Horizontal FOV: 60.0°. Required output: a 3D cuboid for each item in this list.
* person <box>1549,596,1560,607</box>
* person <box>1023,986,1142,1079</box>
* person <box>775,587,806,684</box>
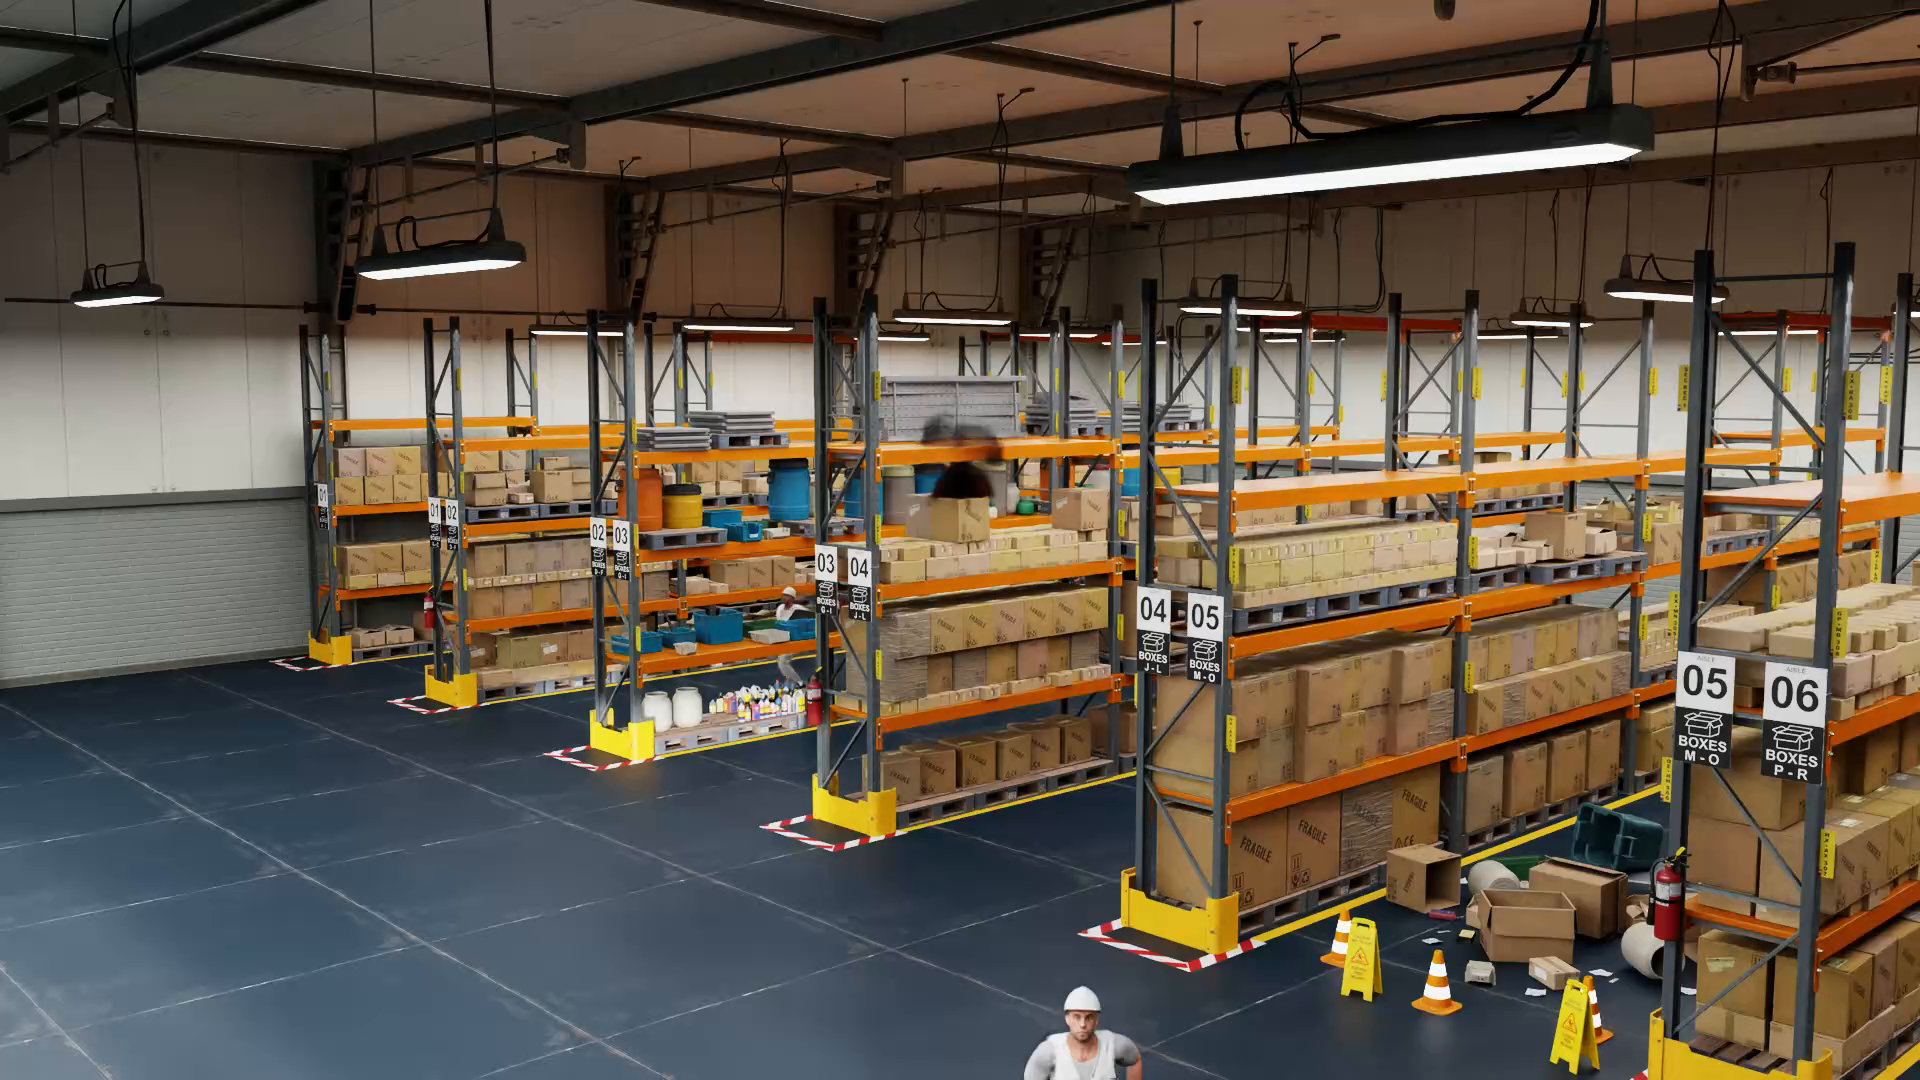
[{"bbox_3d":[9.572,1.638,26.721,0.559,1.683,0.721,6,8,44],"label":"person"},{"bbox_3d":[0.669,3.357,9.145,0.665,1.852,0.776,1,6,5],"label":"person"},{"bbox_3d":[-2.765,1.623,26.347,0.621,1.745,0.664,-6,8,-44],"label":"person"}]
